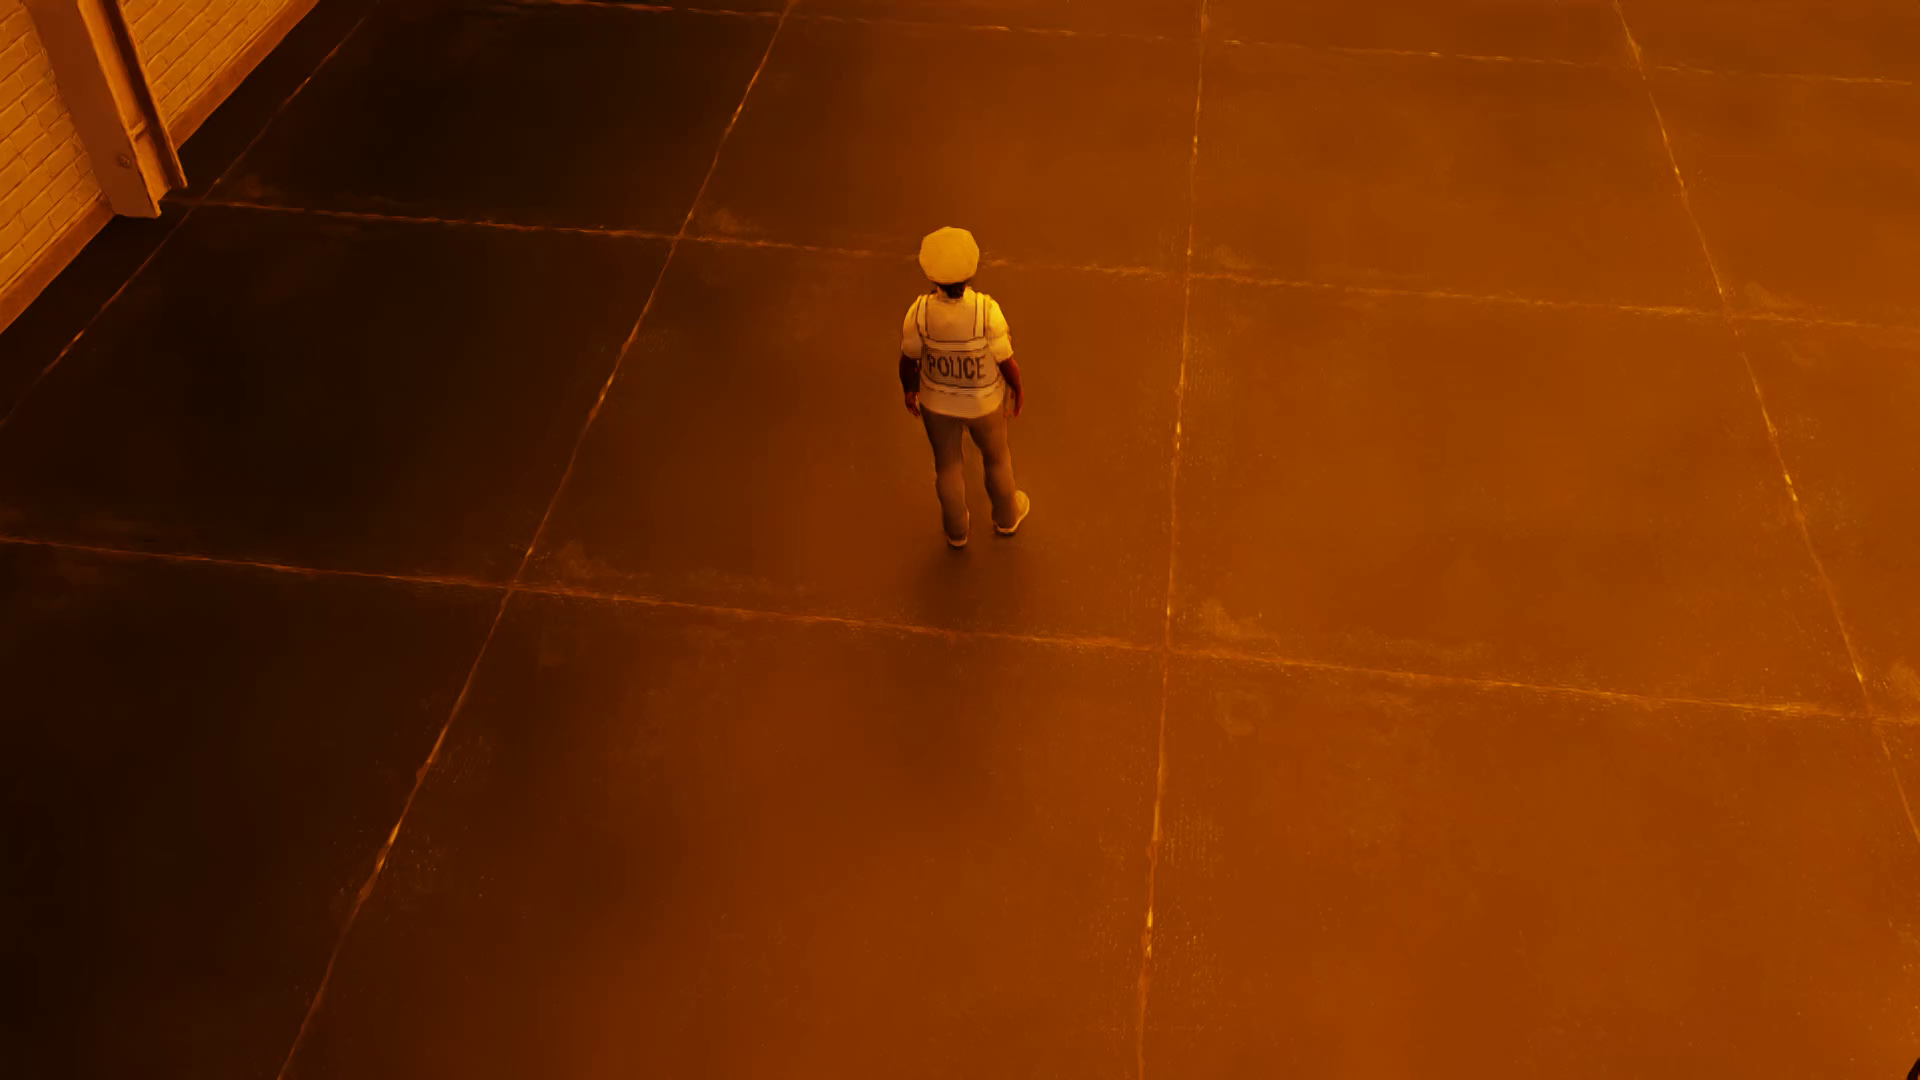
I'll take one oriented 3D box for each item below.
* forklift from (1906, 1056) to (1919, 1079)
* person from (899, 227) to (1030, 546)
[{"bbox_3d":[2.242,2.255,3.269,1.130,2.935,3.031,-16,45,-17],"label":"forklift"},{"bbox_3d":[0.029,-0.678,7.365,0.570,1.695,0.529,5,43,6],"label":"person"}]
